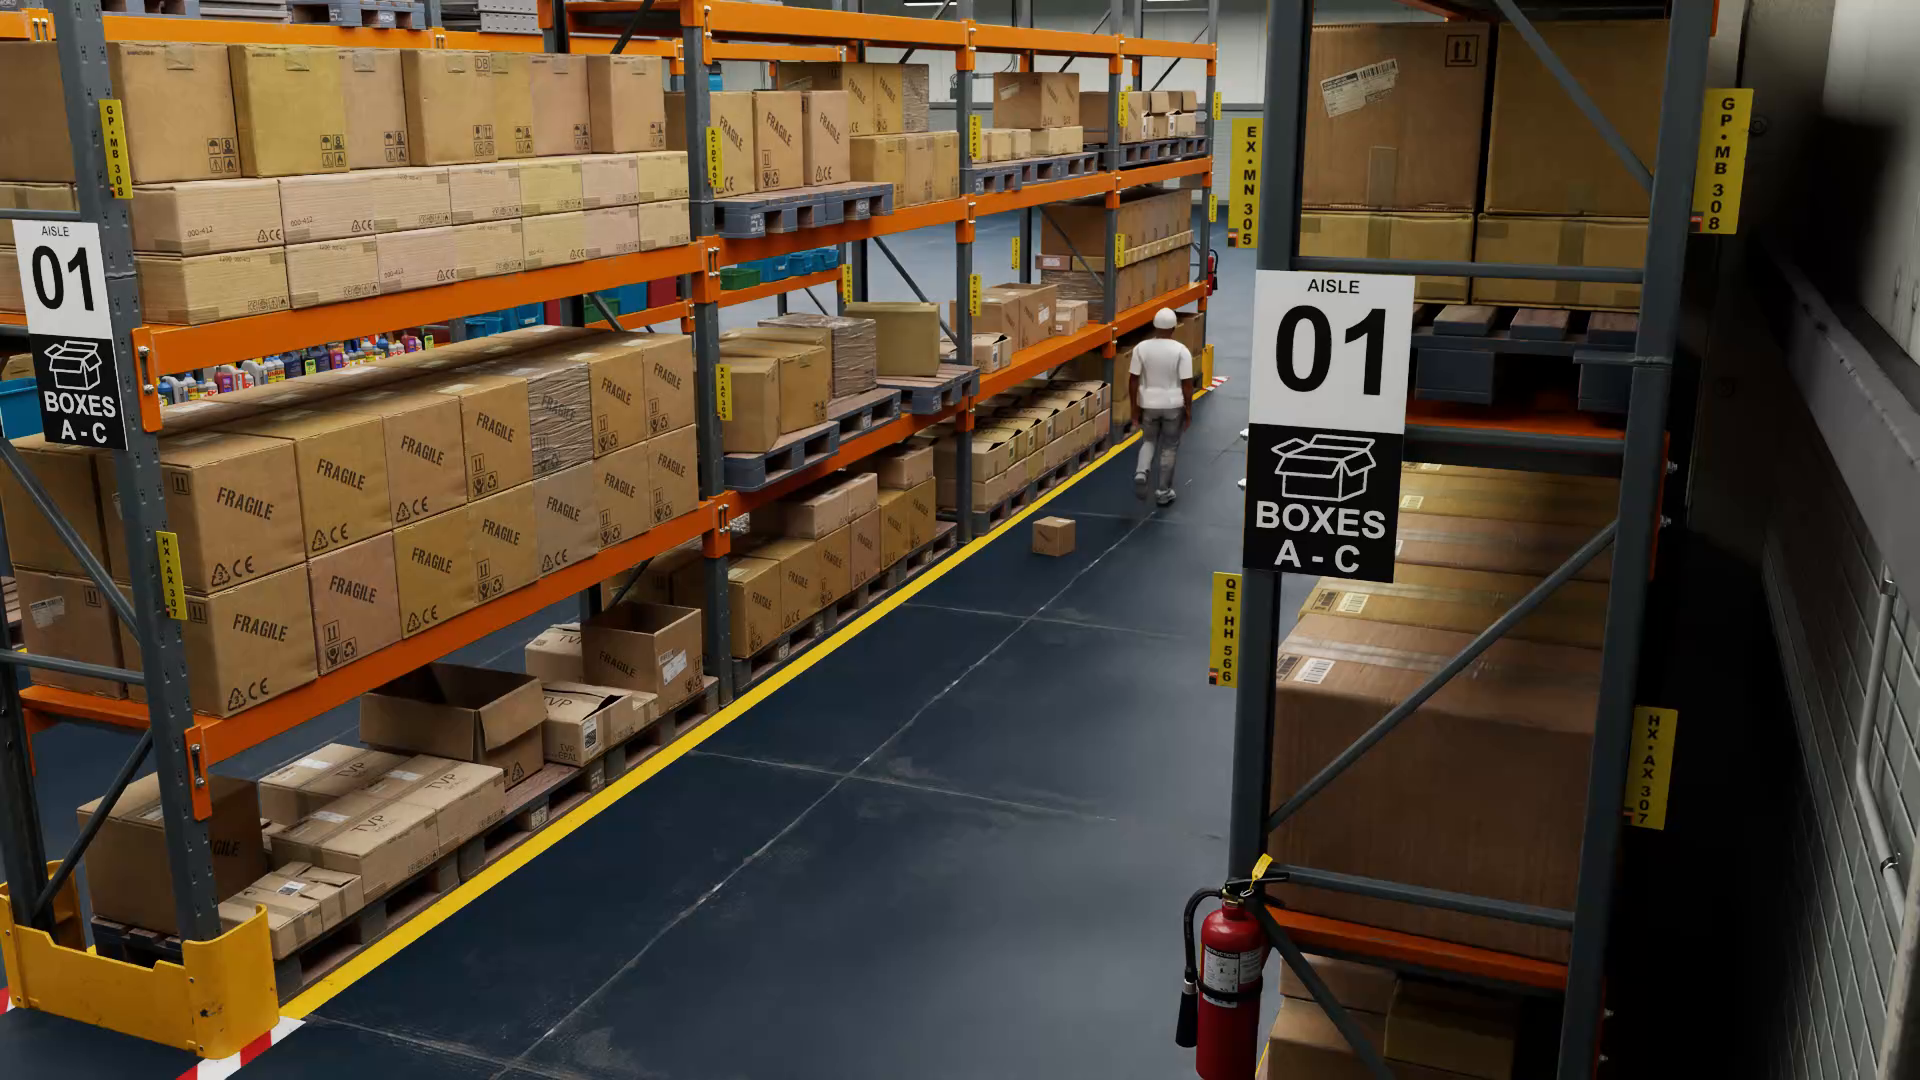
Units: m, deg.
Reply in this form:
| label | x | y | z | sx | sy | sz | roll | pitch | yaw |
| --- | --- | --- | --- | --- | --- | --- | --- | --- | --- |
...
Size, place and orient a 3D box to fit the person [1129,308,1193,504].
| label | x | y | z | sx | sy | sz | roll | pitch | yaw |
| --- | --- | --- | --- | --- | --- | --- | --- | --- | --- |
| person | 1.772 | -1.174 | 14.703 | 0.567 | 1.755 | 0.579 | 7 | 17 | 23 |
